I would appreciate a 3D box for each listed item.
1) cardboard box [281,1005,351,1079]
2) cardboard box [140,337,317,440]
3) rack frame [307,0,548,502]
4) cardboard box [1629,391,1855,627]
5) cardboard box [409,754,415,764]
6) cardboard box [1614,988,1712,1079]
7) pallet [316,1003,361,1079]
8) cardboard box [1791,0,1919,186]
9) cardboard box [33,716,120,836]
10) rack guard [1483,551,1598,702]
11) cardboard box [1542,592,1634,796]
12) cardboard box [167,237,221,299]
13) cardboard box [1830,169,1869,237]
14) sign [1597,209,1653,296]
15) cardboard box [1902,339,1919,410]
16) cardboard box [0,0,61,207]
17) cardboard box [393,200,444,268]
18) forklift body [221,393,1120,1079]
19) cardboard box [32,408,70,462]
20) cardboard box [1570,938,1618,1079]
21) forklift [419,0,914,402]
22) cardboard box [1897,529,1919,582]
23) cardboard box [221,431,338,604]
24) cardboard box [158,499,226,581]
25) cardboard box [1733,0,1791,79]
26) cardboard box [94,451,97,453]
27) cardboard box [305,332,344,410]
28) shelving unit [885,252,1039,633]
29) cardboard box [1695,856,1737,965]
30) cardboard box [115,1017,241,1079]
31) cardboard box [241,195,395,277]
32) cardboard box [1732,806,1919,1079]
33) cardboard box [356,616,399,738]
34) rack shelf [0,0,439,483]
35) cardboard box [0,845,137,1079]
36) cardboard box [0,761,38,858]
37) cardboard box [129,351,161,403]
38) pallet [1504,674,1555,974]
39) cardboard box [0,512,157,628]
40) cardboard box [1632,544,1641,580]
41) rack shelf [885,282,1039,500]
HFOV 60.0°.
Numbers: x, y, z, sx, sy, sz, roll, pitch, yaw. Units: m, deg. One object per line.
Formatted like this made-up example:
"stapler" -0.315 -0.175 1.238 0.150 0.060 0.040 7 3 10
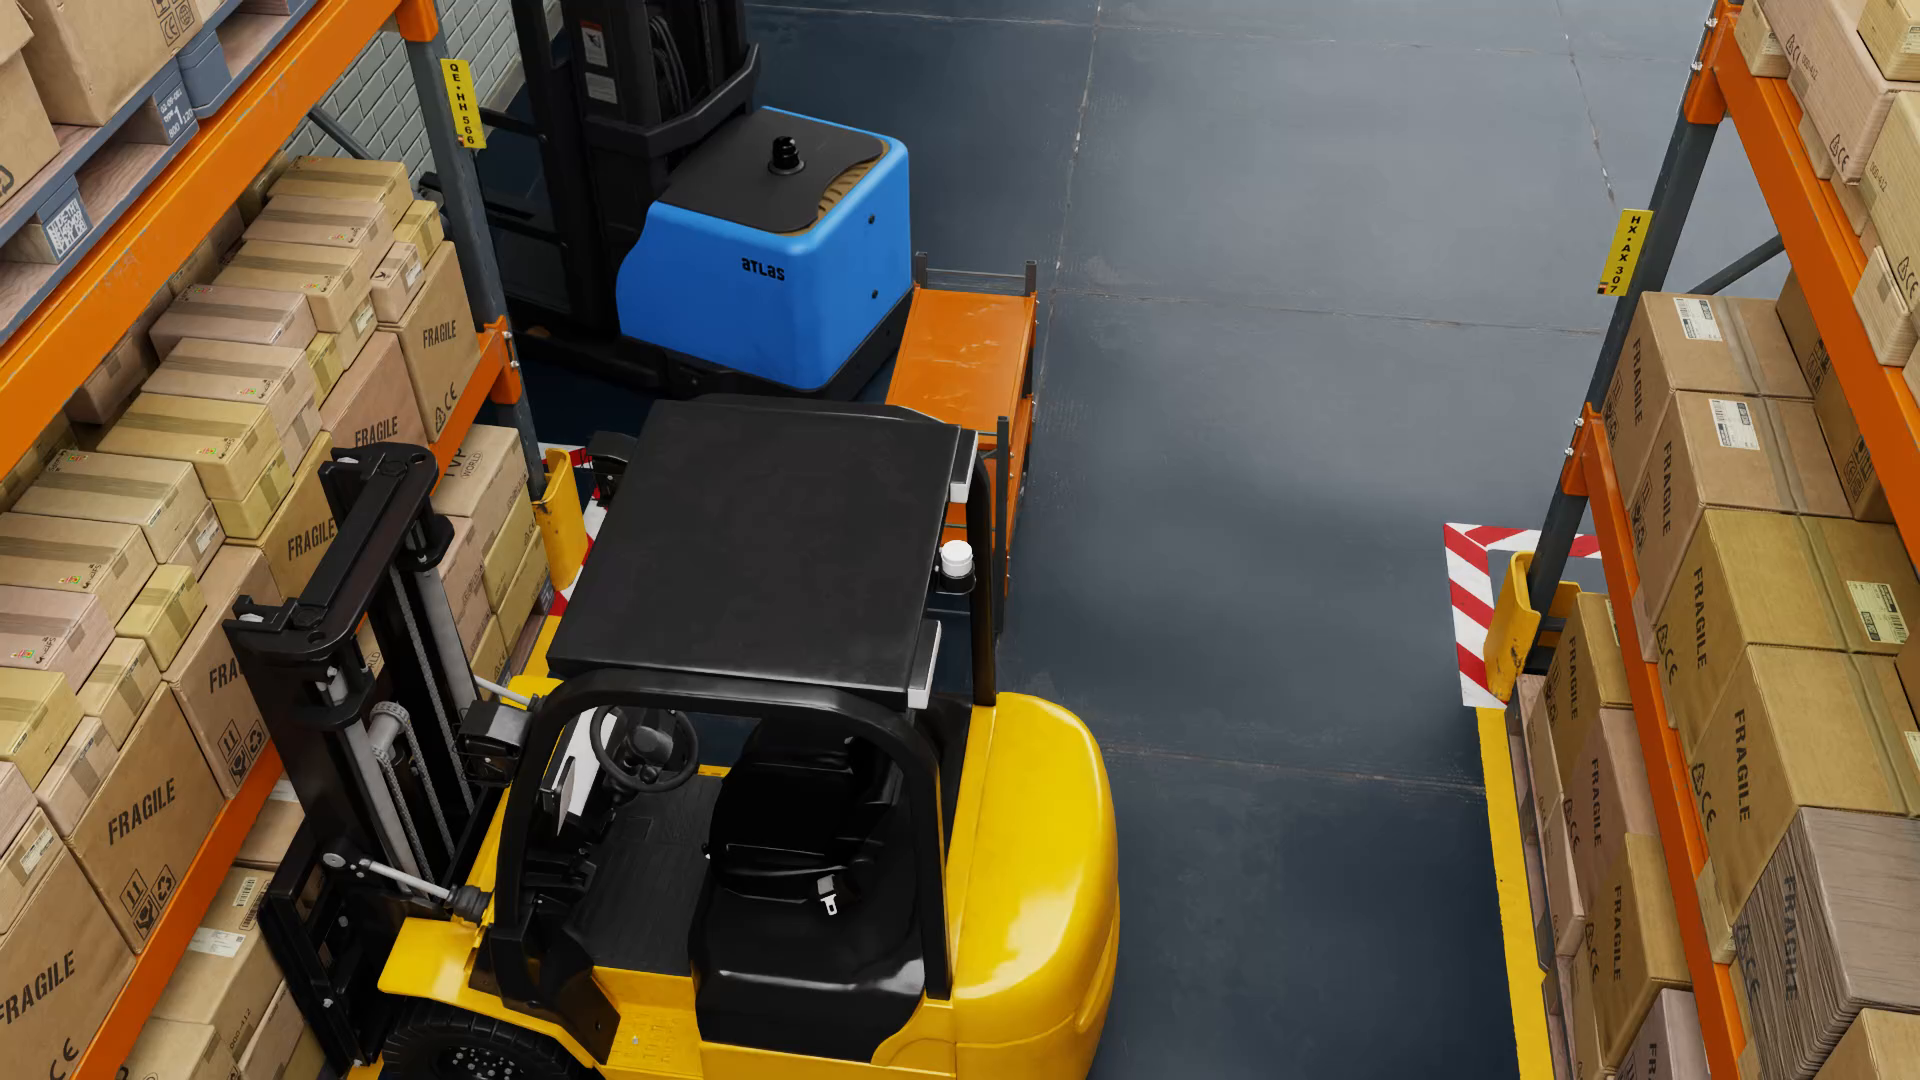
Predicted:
"cardboard box" -2.244 1.553 5.122 0.500 0.250 0.500 6 44 6
"cardboard box" -2.090 -0.435 4.767 0.380 0.149 0.250 6 44 7
"rack frame" -2.211 -1.020 6.146 1.000 3.000 0.127 5 44 6
"cardboard box" 2.306 -0.065 4.848 0.500 0.500 0.500 6 44 7
"cardboard box" -2.090 0.699 5.661 0.500 0.250 0.500 4 44 5
"cardboard box" 2.125 1.606 4.521 0.500 0.500 0.500 7 44 8
"pallet" -2.435 1.346 5.675 1.003 0.211 1.213 5 44 6
"cardboard box" 2.303 -1.054 3.892 0.500 0.250 0.500 5 44 5
"cardboard box" -2.255 0.544 3.949 0.380 0.149 0.250 5 44 5
"rack guard" 2.699 0.388 6.477 1.175 0.500 0.348 5 44 6
"cardboard box" 2.326 0.543 5.644 0.500 0.500 0.500 4 44 4
"cardboard box" -2.556 -0.834 5.188 0.380 0.149 0.250 6 44 6
"cardboard box" 2.320 -0.838 3.954 0.380 0.149 0.250 5 44 5
"sign" 2.172 -0.935 5.426 0.100 0.325 0.005 5 44 6
"cardboard box" 2.182 -0.309 3.396 0.380 0.149 0.250 4 44 4
"cardboard box" -2.378 -0.928 3.413 0.797 0.503 0.637 7 44 7
"cardboard box" -1.979 -1.030 5.612 0.380 0.149 0.250 6 44 6
"forklift body" -0.654 0.746 4.898 2.313 2.155 1.214 5 44 6
"cardboard box" -2.746 -0.315 4.640 0.380 0.149 0.250 4 44 5
"cardboard box" 2.194 1.519 5.158 0.500 0.250 0.500 8 44 8
"forklift" -1.779 -2.259 7.505 3.031 2.935 1.130 18 46 18
"cardboard box" 2.818 -0.010 4.062 0.700 0.500 0.500 5 44 5
"cardboard box" -2.161 0.005 4.991 0.500 0.500 0.500 4 44 5
"cardboard box" -2.247 0.008 4.515 0.380 0.149 0.250 5 44 5
"cardboard box" 2.344 -1.373 4.520 0.380 0.149 0.250 5 44 6
"cardboard box" -2.661 -0.044 5.042 0.500 0.500 0.500 5 44 5
"cardboard box" -2.123 -0.514 5.067 0.380 0.149 0.250 5 44 5
"shelving unit" -0.001 -0.404 6.858 0.538 1.125 1.048 5 44 6
"cardboard box" 2.114 0.956 4.242 0.380 0.149 0.250 6 44 6
"cardboard box" -2.287 1.540 4.409 0.500 0.250 0.500 5 44 6
"cardboard box" -2.052 -0.966 5.328 0.380 0.149 0.250 5 44 6
"cardboard box" 2.118 0.979 3.745 0.500 0.500 0.500 6 44 7
"cardboard box" -2.081 0.498 5.509 0.500 0.250 0.500 6 44 6
"rack shelf" -2.476 -0.485 3.922 1.077 0.370 4.000 5 44 6
"cardboard box" -2.370 1.034 3.903 0.500 0.500 0.500 6 44 6
"cardboard box" -2.298 0.608 3.665 0.380 0.149 0.250 6 44 6
"cardboard box" -2.618 -0.561 5.117 0.380 0.149 0.250 4 44 4
"pallet" 2.557 1.043 5.995 1.003 0.211 1.213 5 44 6
"cardboard box" -2.297 0.079 4.224 0.380 0.149 0.250 5 44 6
"cardboard box" 2.325 0.079 5.168 0.380 0.149 0.250 4 44 4
"rack shelf" -0.001 -0.616 6.657 0.538 0.278 1.000 5 44 6
